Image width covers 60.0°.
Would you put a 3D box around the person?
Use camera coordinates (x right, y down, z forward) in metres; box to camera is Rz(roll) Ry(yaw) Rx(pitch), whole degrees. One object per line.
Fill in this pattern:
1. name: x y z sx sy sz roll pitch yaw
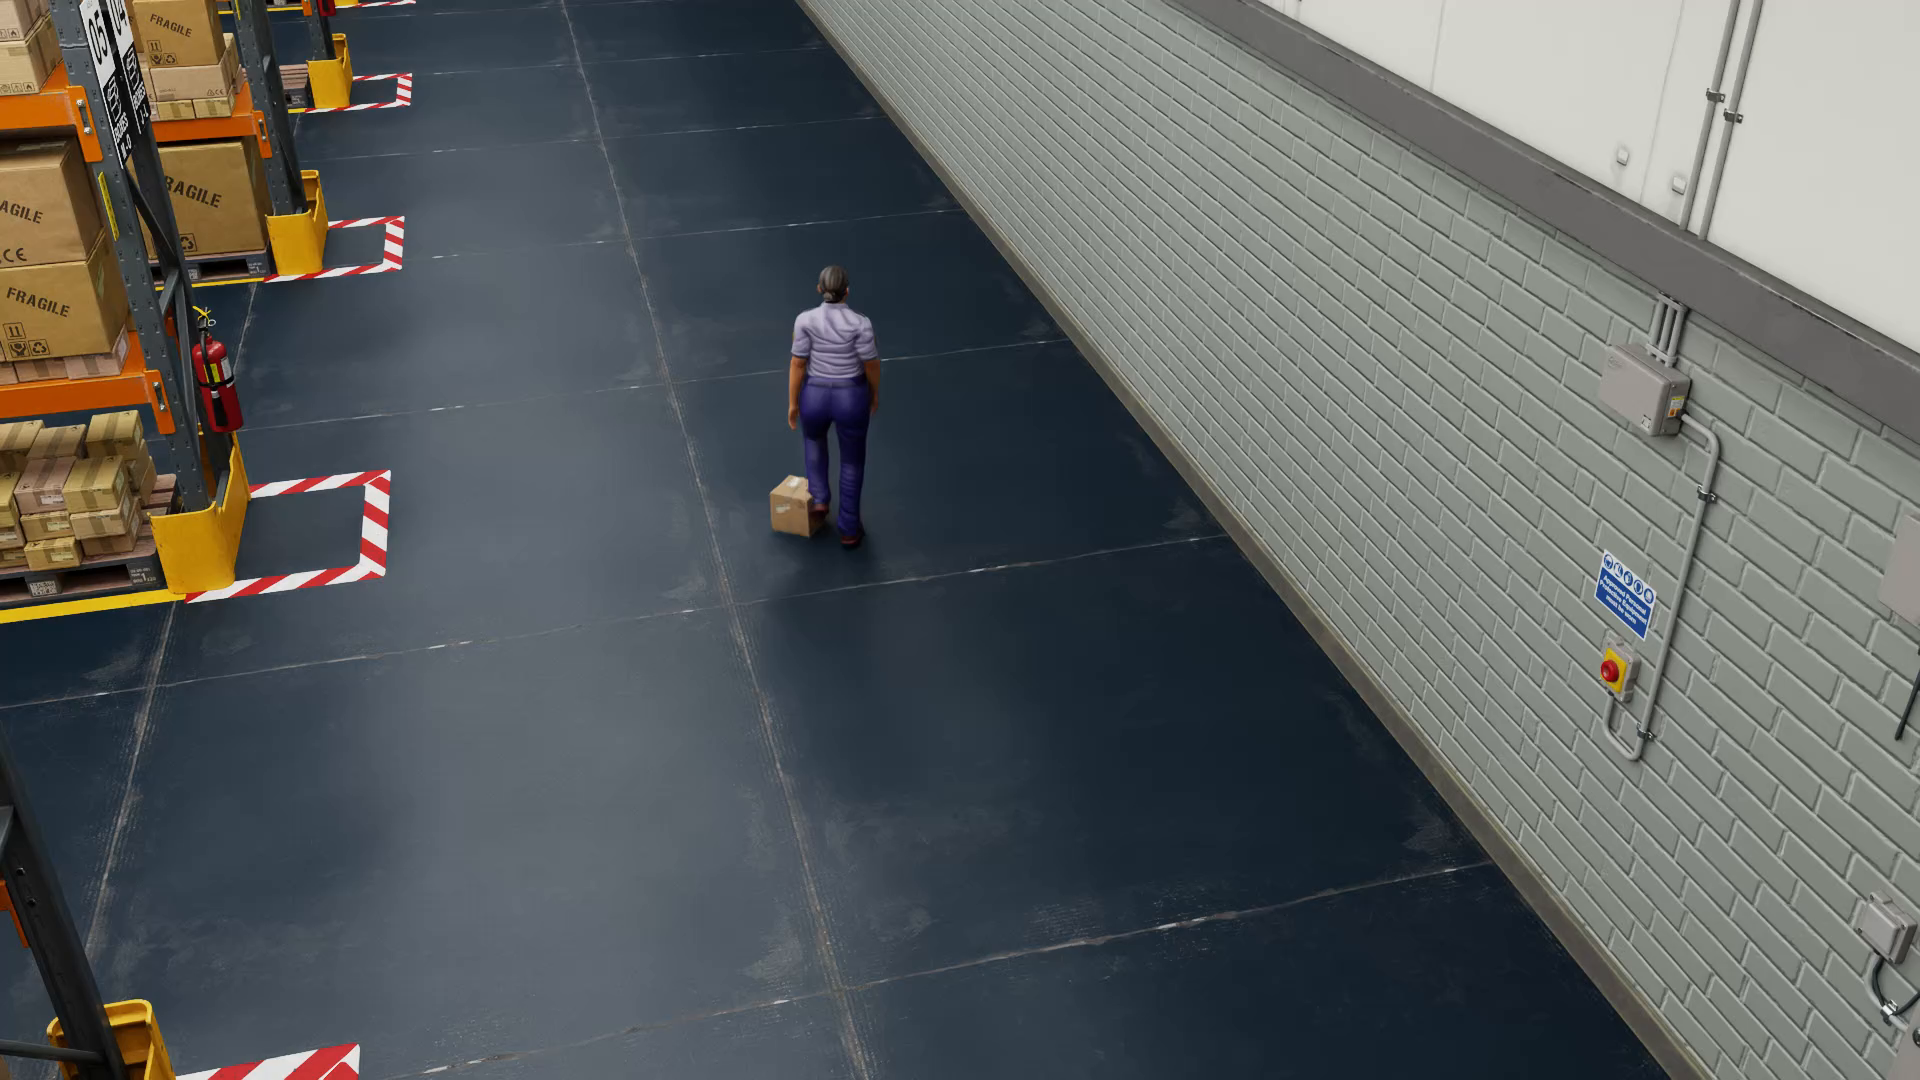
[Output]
1. person: -0.715 -0.768 9.562 0.519 1.684 0.520 3 31 6
